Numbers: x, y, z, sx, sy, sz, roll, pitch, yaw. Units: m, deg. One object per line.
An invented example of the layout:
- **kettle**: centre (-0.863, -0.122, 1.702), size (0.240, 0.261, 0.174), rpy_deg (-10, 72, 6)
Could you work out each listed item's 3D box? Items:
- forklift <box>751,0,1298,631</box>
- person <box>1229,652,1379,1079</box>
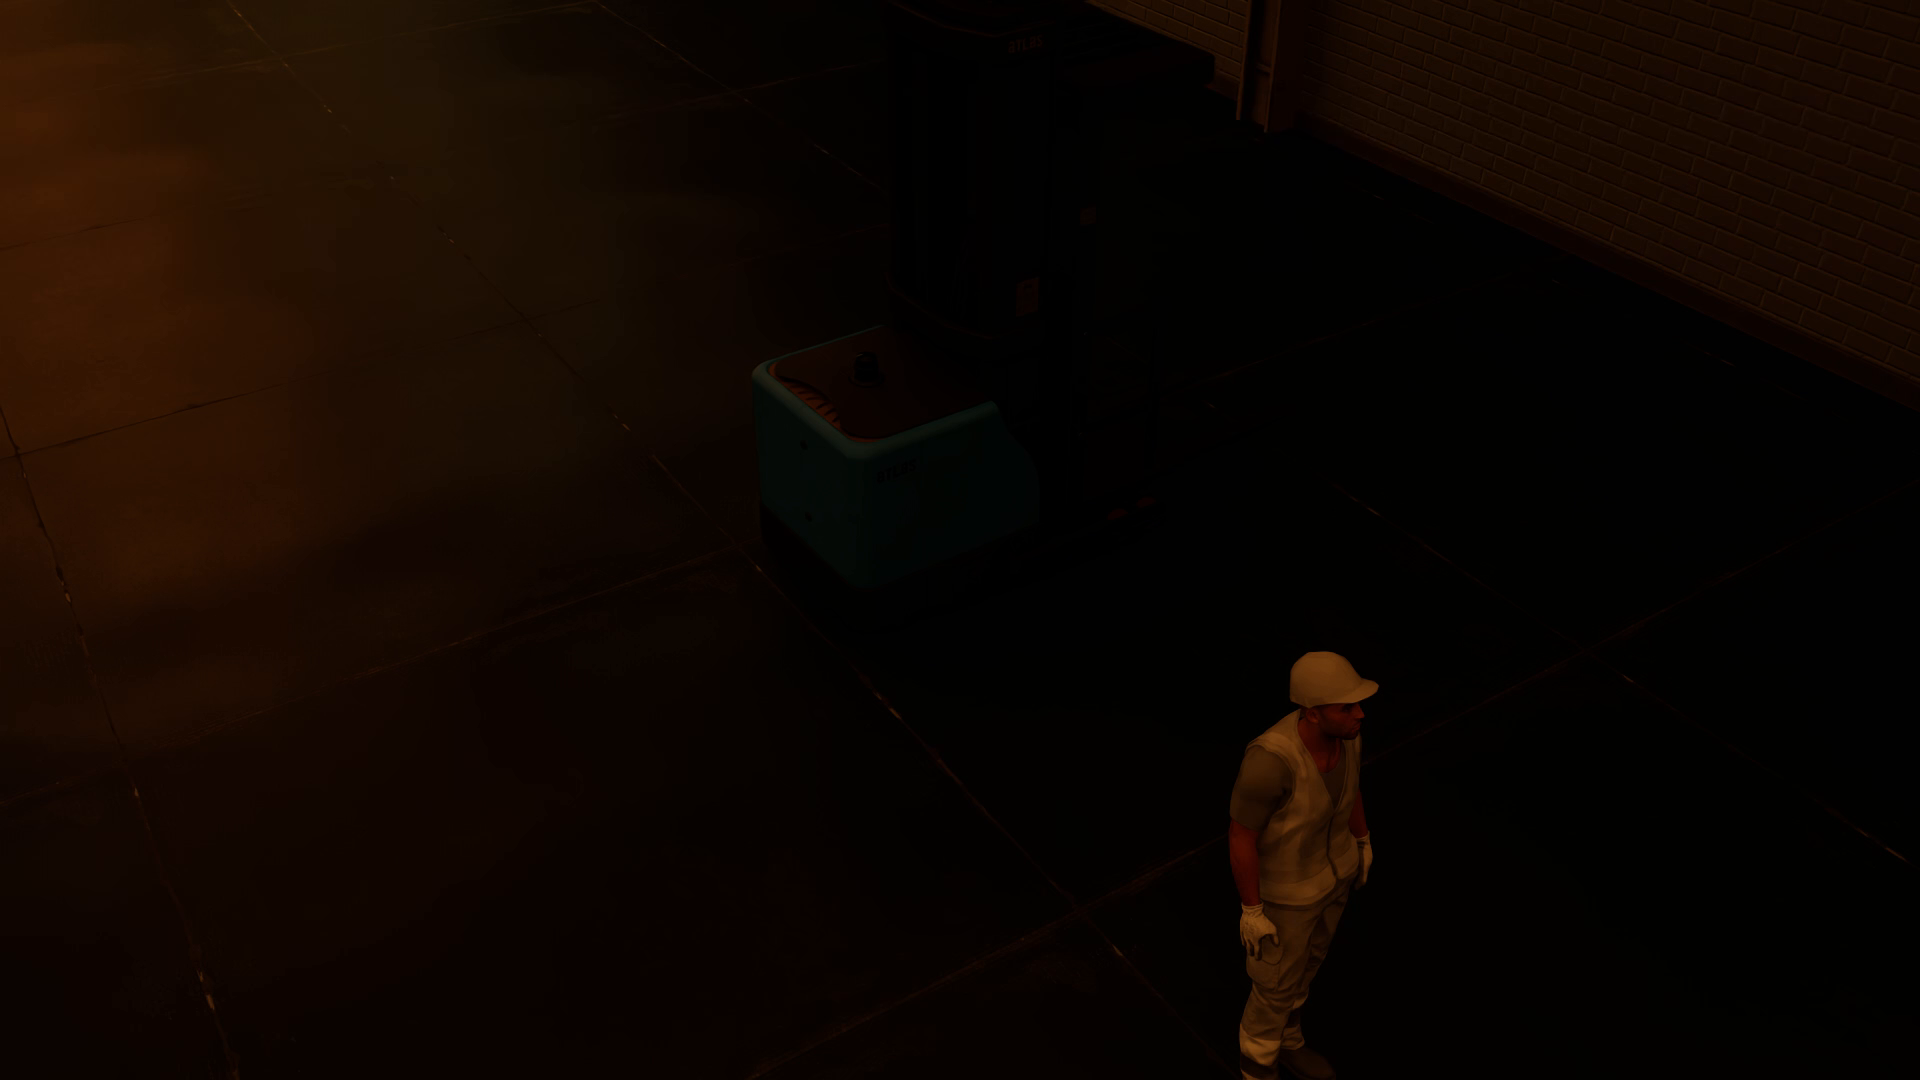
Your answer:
- **forklift**: centre (0.474, -1.424, 8.174), size (3.031, 2.935, 1.130), rpy_deg (-22, 41, -28)
- **person**: centre (1.178, 1.162, 5.474), size (0.637, 1.787, 0.564), rpy_deg (-27, 43, -33)
